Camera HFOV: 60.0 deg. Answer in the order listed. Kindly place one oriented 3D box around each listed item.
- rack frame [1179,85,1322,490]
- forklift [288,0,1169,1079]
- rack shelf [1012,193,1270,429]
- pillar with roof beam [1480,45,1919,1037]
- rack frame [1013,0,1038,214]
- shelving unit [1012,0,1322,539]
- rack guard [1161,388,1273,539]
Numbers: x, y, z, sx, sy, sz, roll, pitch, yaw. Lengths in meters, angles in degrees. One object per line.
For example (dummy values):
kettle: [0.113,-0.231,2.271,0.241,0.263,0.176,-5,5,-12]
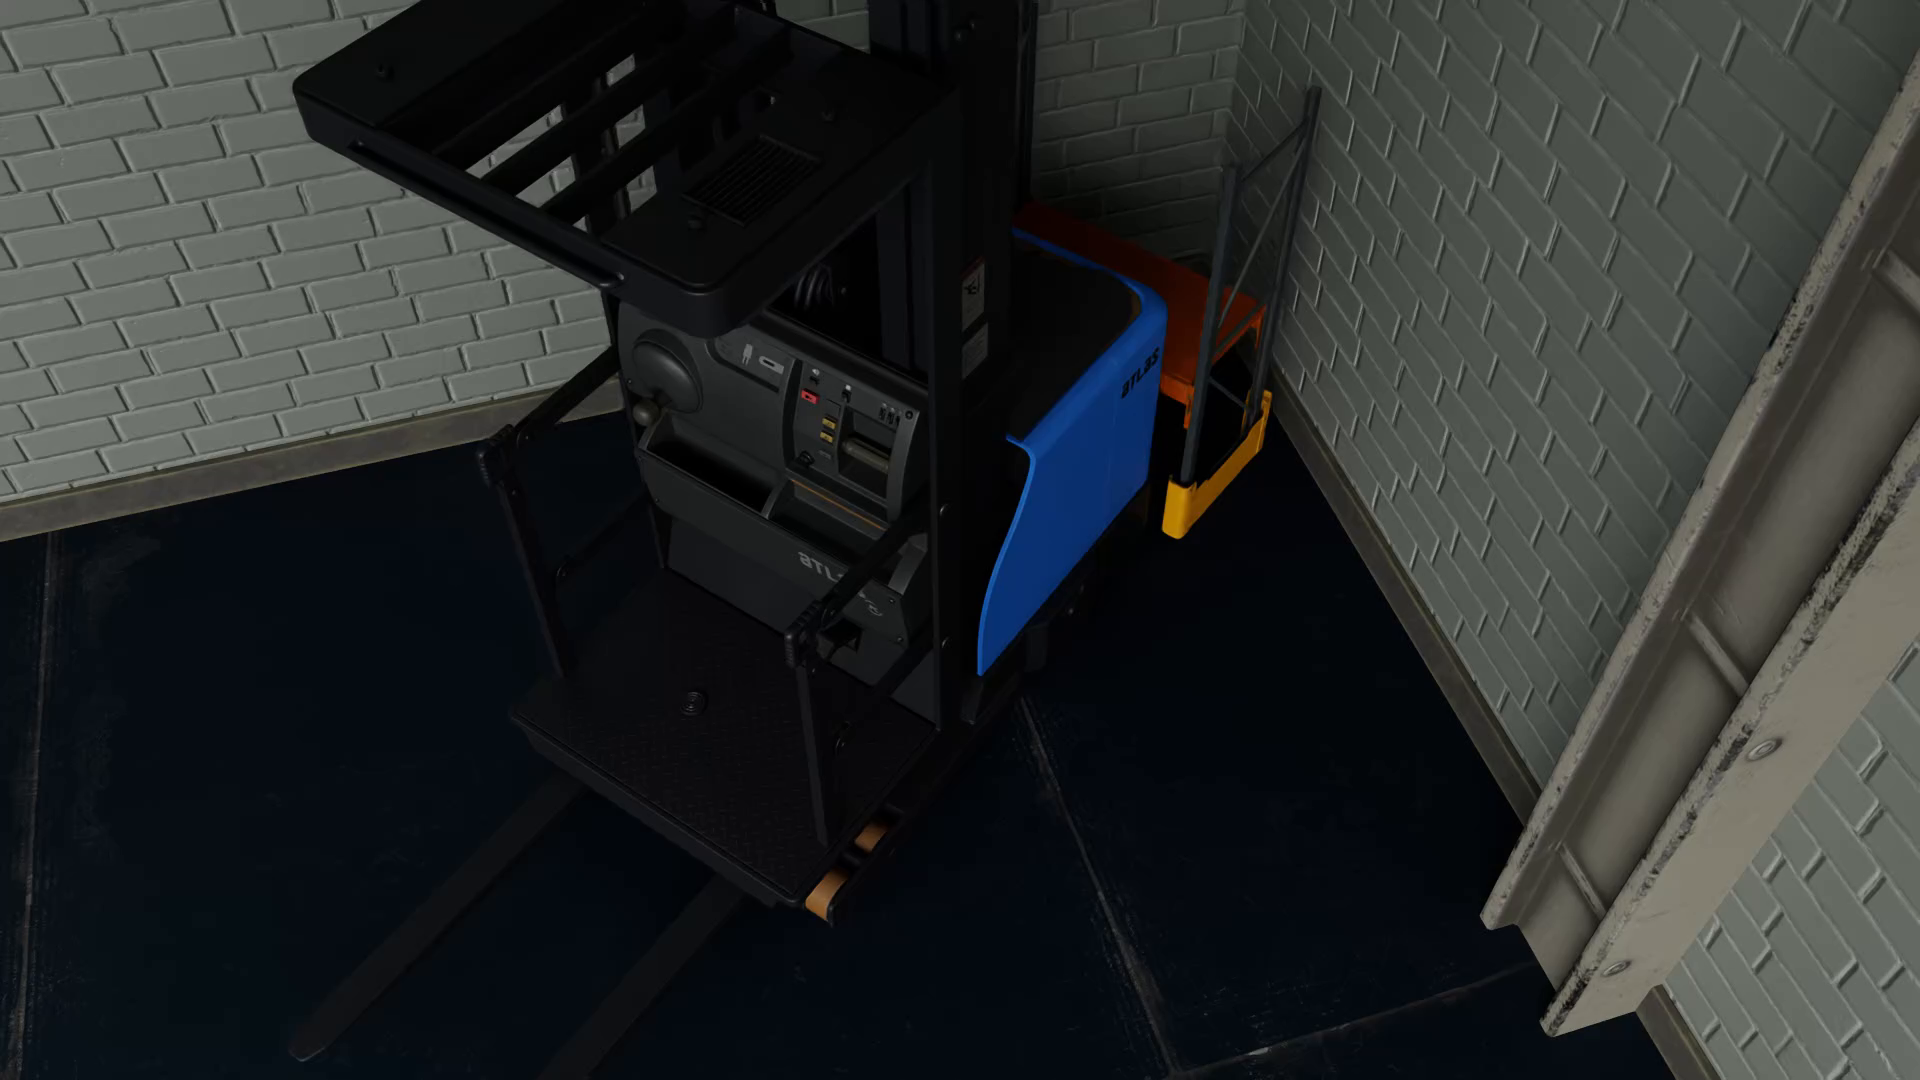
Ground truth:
rack frame: [0.901,-0.688,5.325,0.032,1.500,0.500,29,54,23]
forklift: [-0.615,-0.273,4.063,1.130,2.935,3.031,28,55,22]
rack shelf: [0.493,-0.798,5.660,1.000,0.185,0.538,29,54,23]
pillar with roof beam: [-2.399,-0.732,0.481,9.100,9.000,0.400,-13,51,-11]
rack frame: [0.087,-1.146,5.726,0.032,1.500,0.500,29,54,23]
shelving unit: [0.501,-0.913,5.522,1.083,1.500,0.587,29,54,23]
rack guard: [0.897,-0.274,5.793,0.087,0.250,0.587,29,54,23]
